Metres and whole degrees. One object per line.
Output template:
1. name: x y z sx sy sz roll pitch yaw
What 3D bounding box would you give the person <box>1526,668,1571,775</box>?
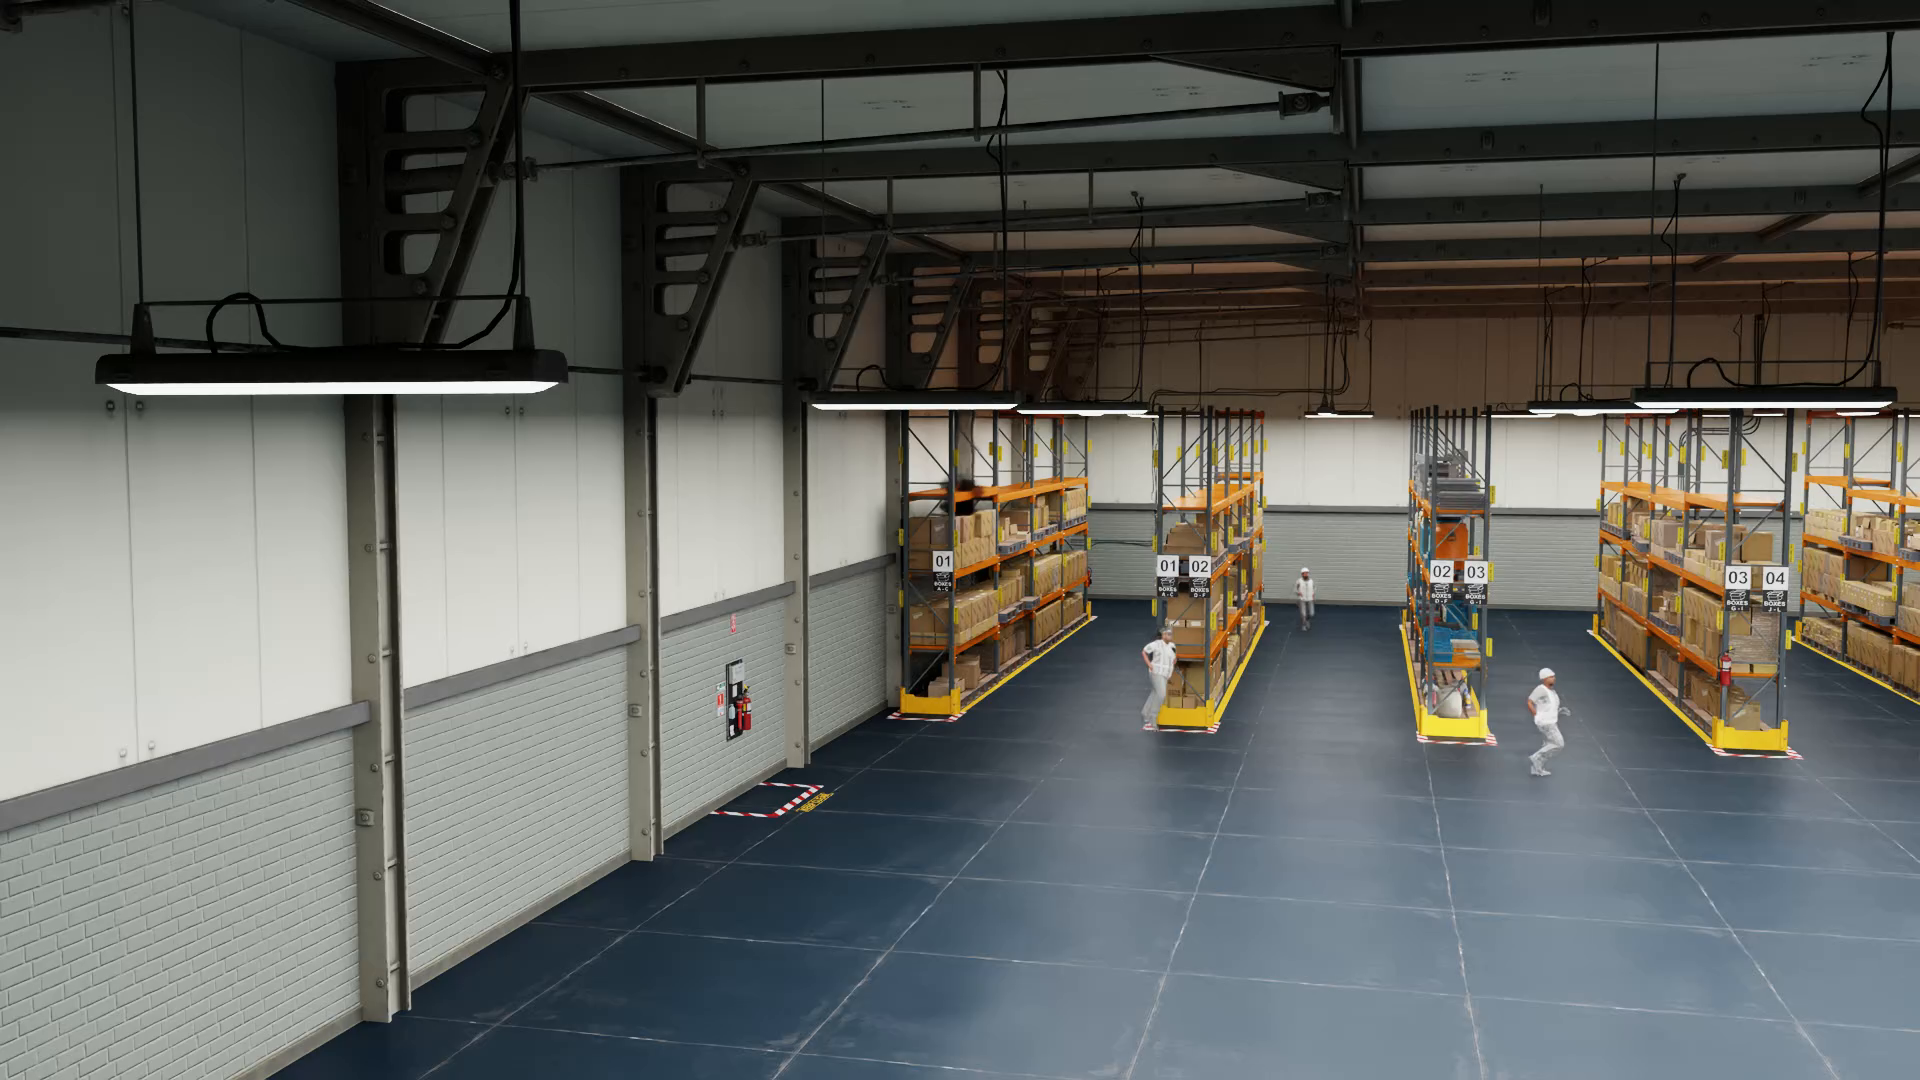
1. person: 9.473 2.931 26.704 0.603 1.738 0.679 3 5 32

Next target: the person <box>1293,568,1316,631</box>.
1. person: 9.385 1.621 45.120 0.652 1.723 0.593 0 4 -3

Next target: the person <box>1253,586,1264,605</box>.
1. person: 8.464 1.446 47.885 0.554 1.700 0.750 2 5 25

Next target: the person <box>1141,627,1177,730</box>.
1. person: 3.610 2.462 30.009 0.736 1.815 0.653 -4 6 -44
